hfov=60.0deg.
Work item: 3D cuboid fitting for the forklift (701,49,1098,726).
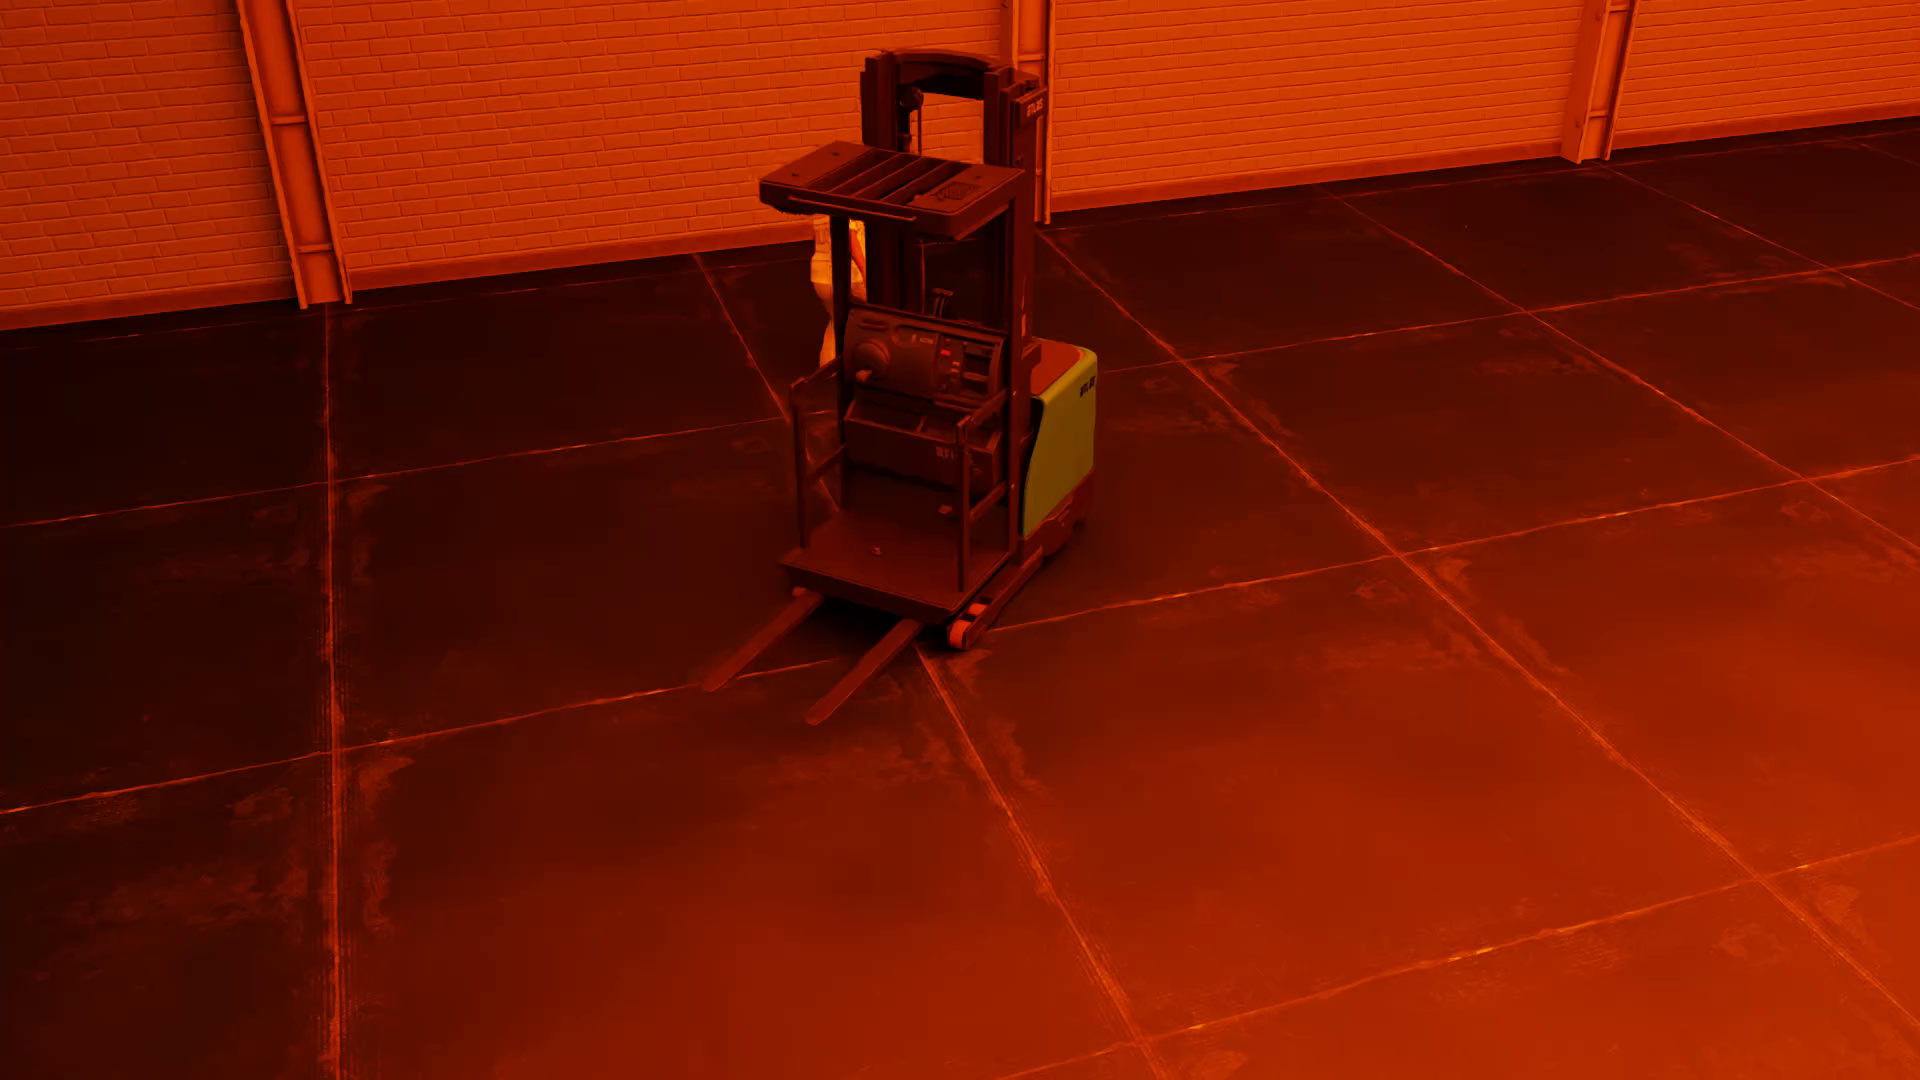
[{"bbox_3d":[-0.300,-0.927,8.698,1.130,2.935,3.031,15,33,24],"label":"forklift"}]

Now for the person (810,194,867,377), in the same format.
[{"bbox_3d":[-0.727,-1.930,11.894,0.706,1.514,0.755,19,35,29],"label":"person"}]
